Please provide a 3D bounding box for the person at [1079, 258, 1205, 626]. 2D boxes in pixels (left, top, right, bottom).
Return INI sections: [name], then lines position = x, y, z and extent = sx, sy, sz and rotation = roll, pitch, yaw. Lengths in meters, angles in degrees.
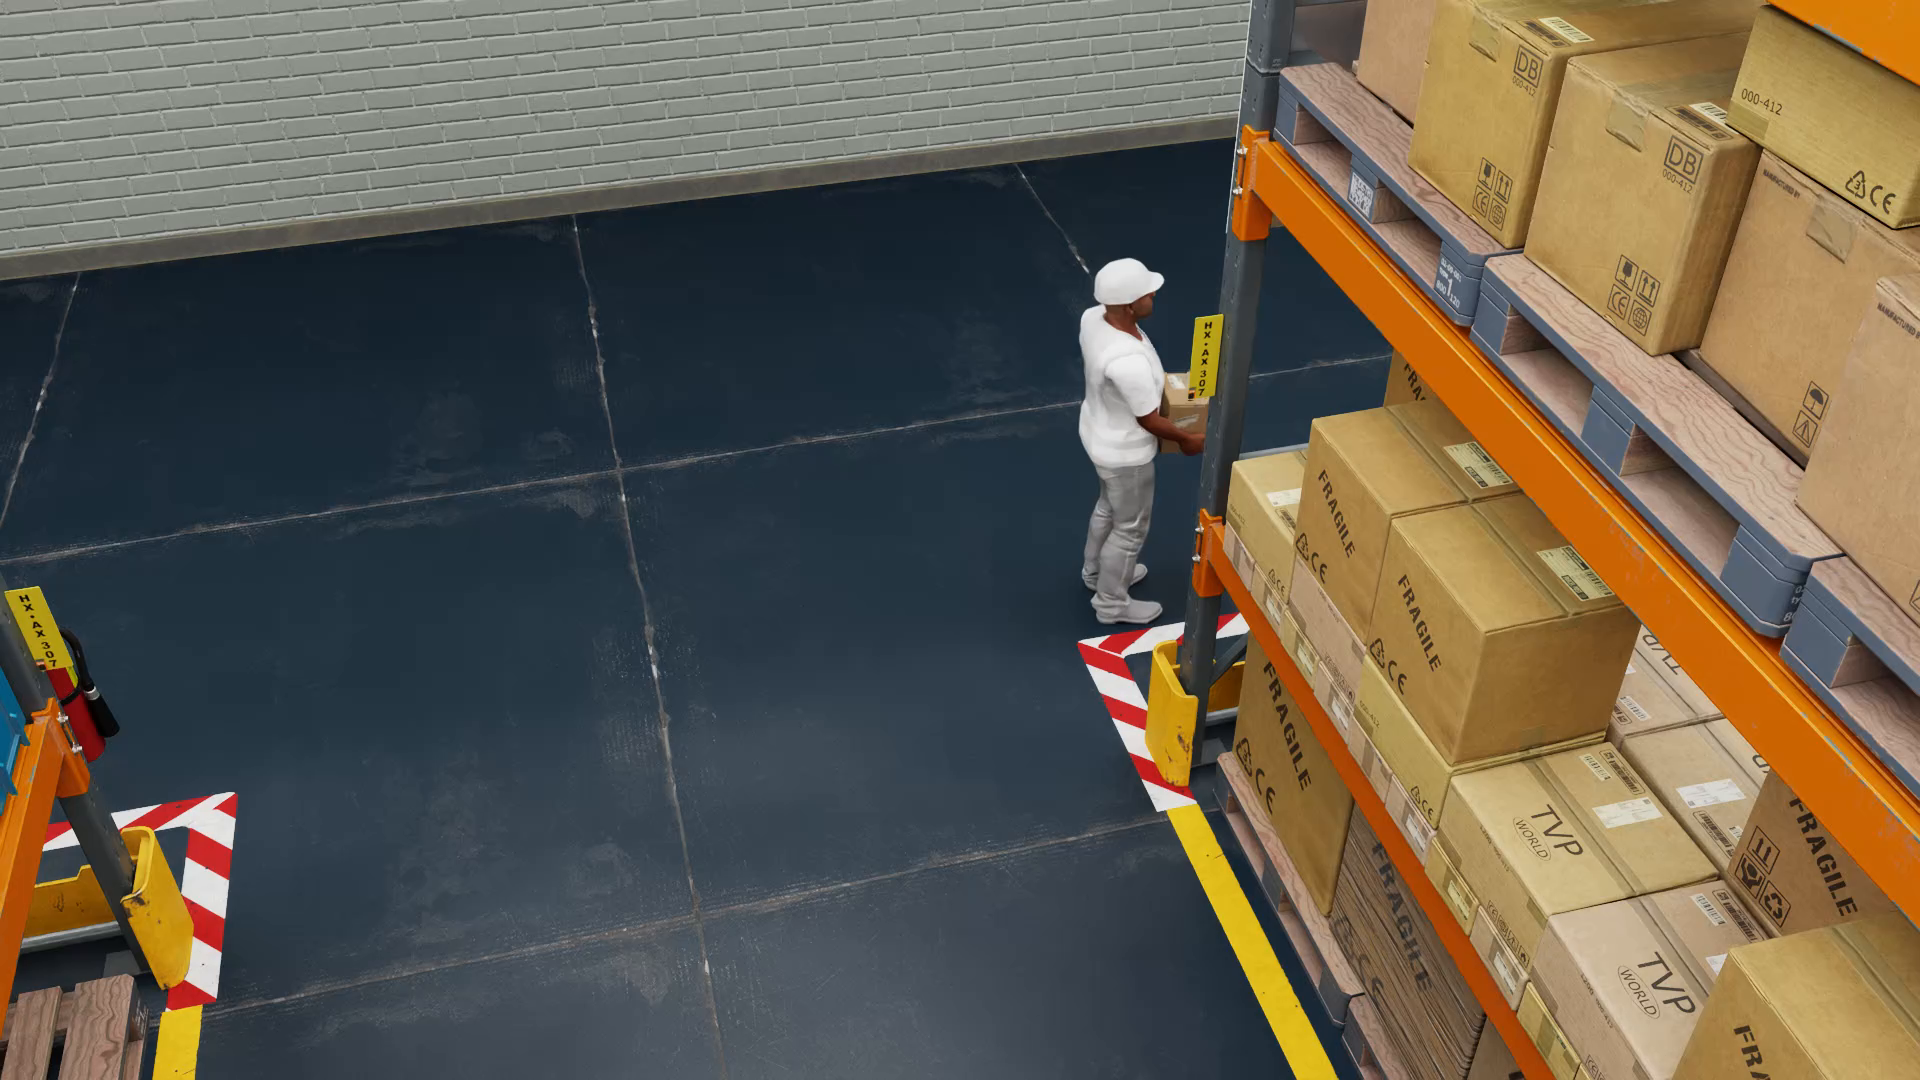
[person]
position = 0.797, -0.435, 7.252
extent = 0.567, 1.769, 0.528
rotation = -6, 38, -8
